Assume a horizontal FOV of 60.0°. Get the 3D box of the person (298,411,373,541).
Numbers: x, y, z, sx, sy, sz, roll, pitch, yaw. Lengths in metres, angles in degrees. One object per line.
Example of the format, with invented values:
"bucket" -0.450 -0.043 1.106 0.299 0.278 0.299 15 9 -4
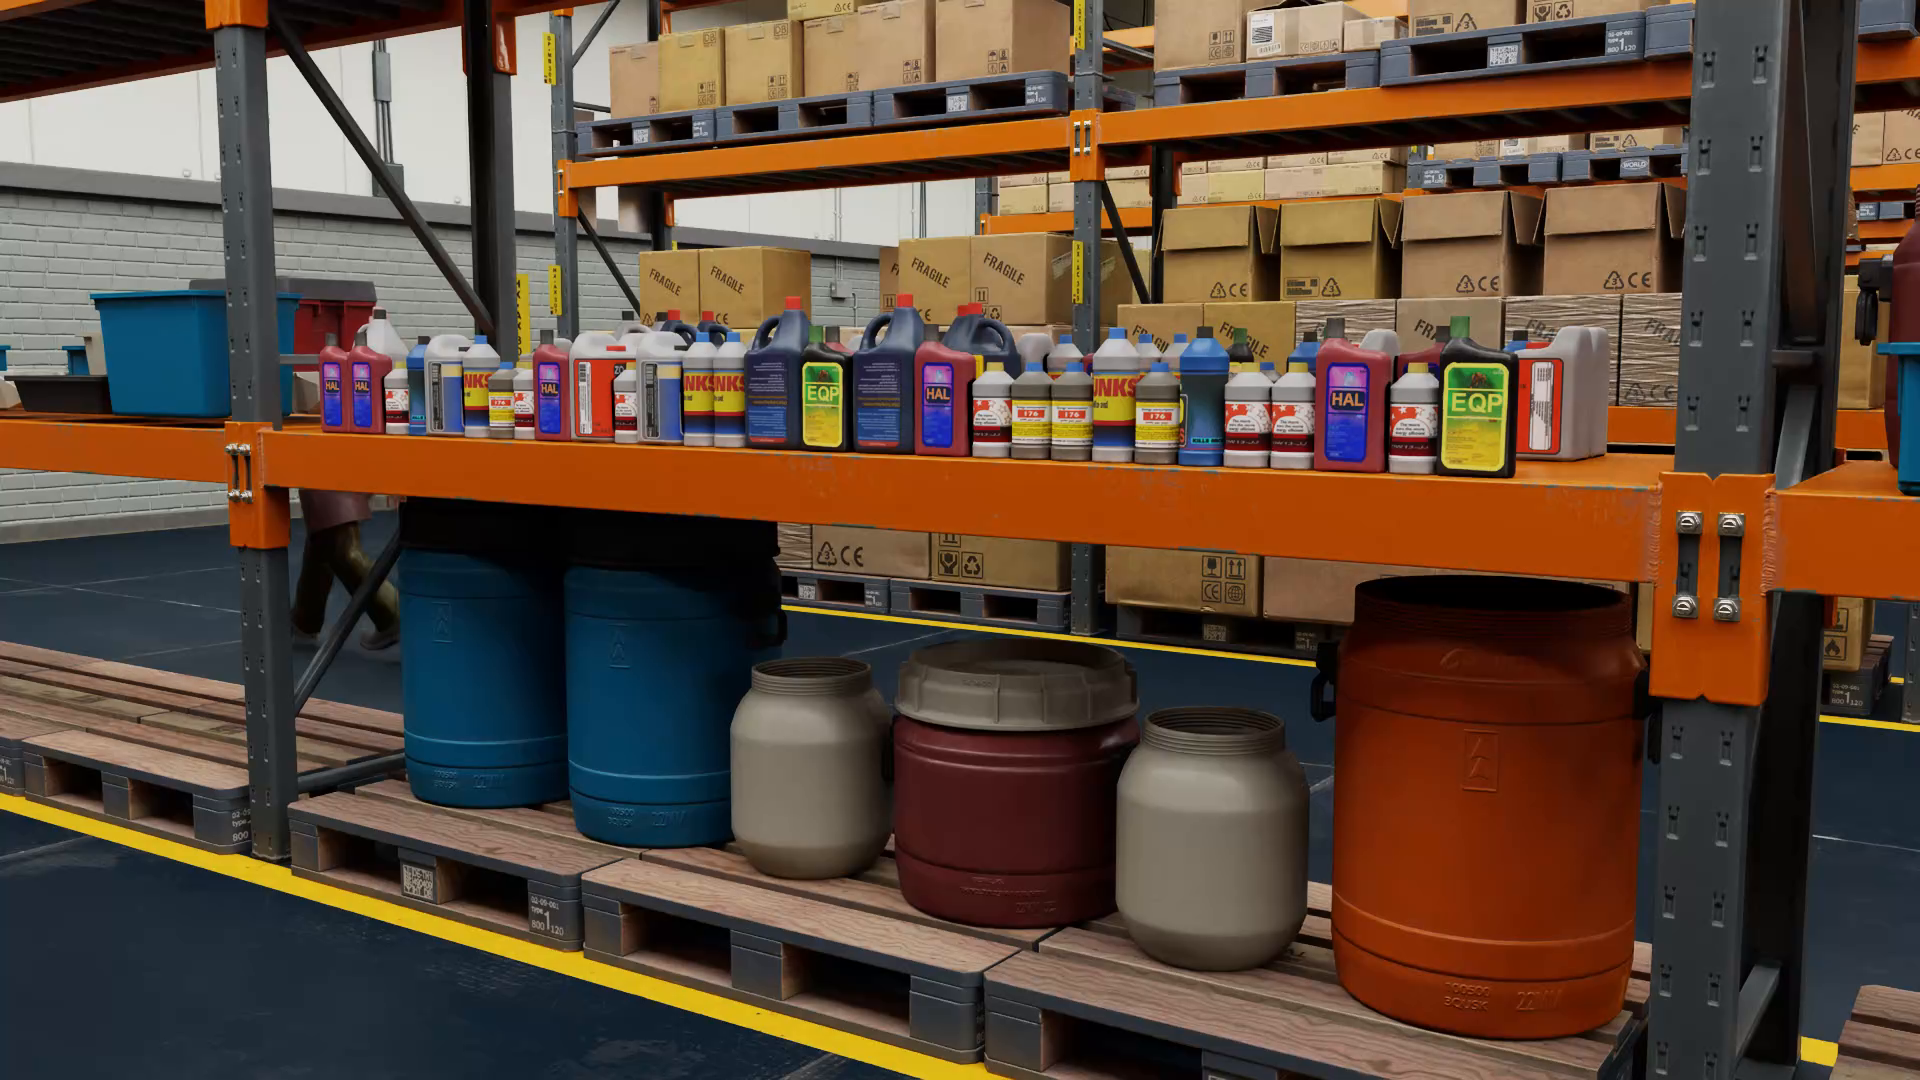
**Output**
"person" -3.211 -0.474 8.479 0.530 0.950 0.619 3 7 23
